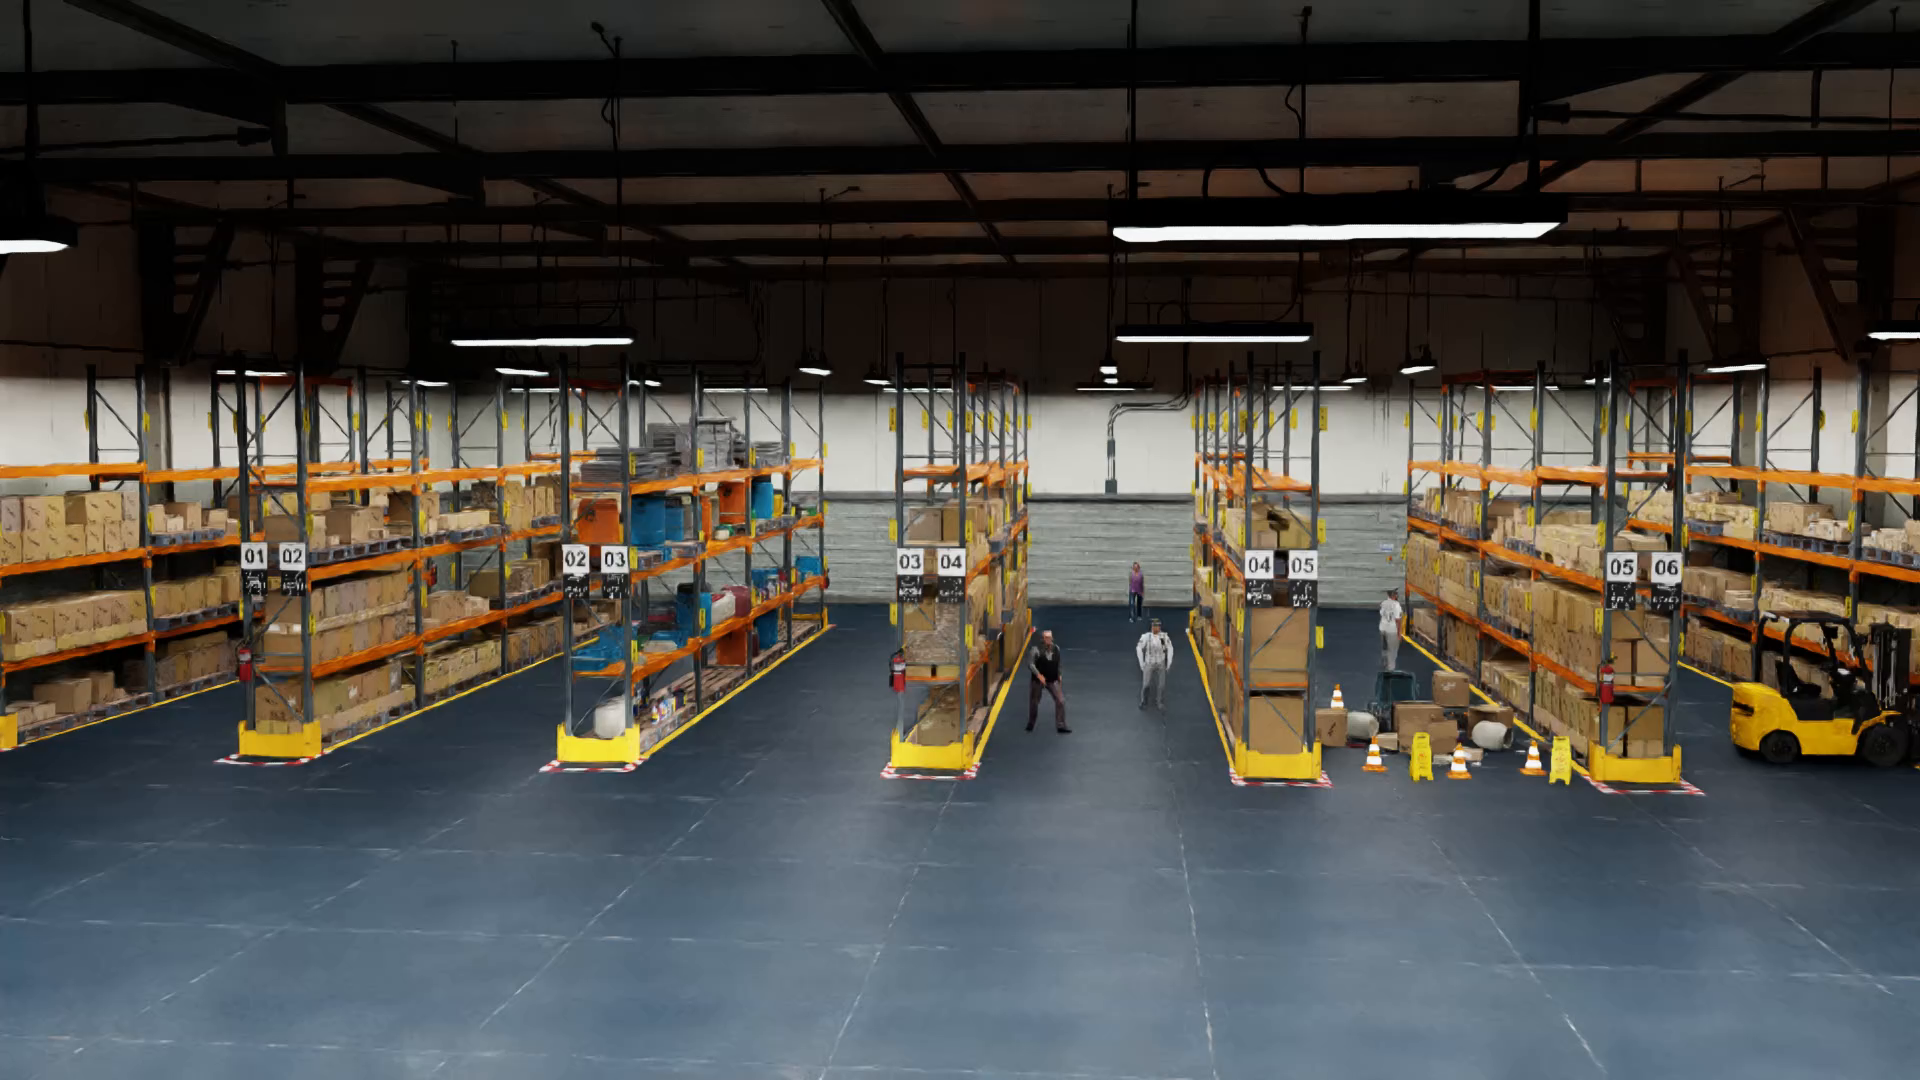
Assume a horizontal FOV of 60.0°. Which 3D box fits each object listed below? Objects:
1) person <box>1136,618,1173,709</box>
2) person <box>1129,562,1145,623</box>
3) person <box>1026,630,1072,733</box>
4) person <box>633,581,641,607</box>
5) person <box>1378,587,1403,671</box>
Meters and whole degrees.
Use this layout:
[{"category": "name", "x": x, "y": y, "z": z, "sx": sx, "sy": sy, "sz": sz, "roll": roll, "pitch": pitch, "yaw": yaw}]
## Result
[{"category": "person", "x": 3.386, "y": 2.141, "z": 28.914, "sx": 0.639, "sy": 1.632, "sz": 0.506, "roll": 0, "pitch": 4, "yaw": 4}, {"category": "person", "x": 4.411, "y": 1.283, "z": 41.440, "sx": 0.419, "sy": 1.514, "sz": 1.043, "roll": 1, "pitch": 4, "yaw": 8}, {"category": "person", "x": 1.381, "y": 2.261, "z": 26.771, "sx": 0.676, "sy": 1.659, "sz": 0.799, "roll": -1, "pitch": 4, "yaw": -15}, {"category": "person", "x": -8.926, "y": 1.022, "z": 44.843, "sx": 0.622, "sy": 1.580, "sz": 0.782, "roll": -1, "pitch": 4, "yaw": -15}, {"category": "person", "x": 8.454, "y": 1.801, "z": 32.484, "sx": 0.492, "sy": 1.768, "sz": 0.628, "roll": -2, "pitch": 4, "yaw": -24}]
